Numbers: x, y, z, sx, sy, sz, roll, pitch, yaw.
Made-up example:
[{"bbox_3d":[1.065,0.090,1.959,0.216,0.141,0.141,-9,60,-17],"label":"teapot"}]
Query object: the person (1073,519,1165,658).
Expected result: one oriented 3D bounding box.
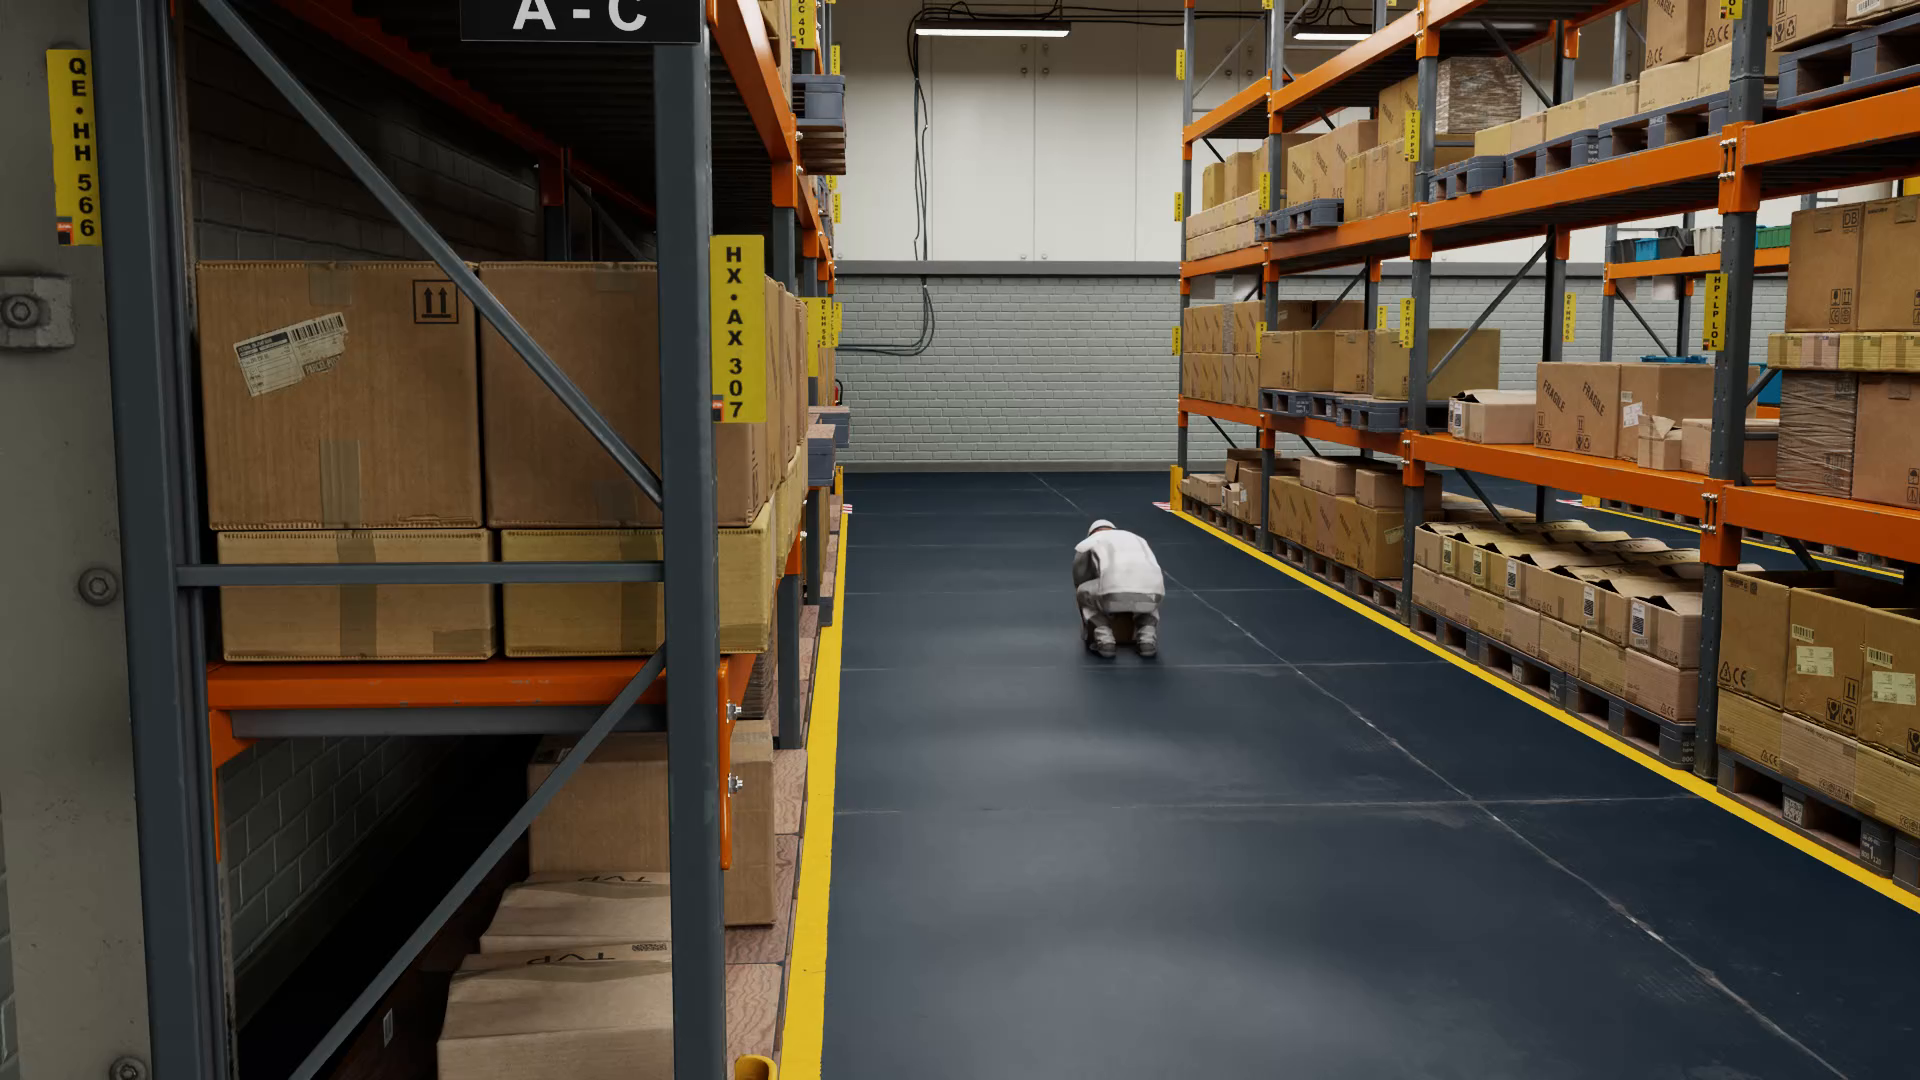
[{"bbox_3d":[0.994,0.345,10.421,0.547,0.877,0.923,-1,7,-4],"label":"person"}]
